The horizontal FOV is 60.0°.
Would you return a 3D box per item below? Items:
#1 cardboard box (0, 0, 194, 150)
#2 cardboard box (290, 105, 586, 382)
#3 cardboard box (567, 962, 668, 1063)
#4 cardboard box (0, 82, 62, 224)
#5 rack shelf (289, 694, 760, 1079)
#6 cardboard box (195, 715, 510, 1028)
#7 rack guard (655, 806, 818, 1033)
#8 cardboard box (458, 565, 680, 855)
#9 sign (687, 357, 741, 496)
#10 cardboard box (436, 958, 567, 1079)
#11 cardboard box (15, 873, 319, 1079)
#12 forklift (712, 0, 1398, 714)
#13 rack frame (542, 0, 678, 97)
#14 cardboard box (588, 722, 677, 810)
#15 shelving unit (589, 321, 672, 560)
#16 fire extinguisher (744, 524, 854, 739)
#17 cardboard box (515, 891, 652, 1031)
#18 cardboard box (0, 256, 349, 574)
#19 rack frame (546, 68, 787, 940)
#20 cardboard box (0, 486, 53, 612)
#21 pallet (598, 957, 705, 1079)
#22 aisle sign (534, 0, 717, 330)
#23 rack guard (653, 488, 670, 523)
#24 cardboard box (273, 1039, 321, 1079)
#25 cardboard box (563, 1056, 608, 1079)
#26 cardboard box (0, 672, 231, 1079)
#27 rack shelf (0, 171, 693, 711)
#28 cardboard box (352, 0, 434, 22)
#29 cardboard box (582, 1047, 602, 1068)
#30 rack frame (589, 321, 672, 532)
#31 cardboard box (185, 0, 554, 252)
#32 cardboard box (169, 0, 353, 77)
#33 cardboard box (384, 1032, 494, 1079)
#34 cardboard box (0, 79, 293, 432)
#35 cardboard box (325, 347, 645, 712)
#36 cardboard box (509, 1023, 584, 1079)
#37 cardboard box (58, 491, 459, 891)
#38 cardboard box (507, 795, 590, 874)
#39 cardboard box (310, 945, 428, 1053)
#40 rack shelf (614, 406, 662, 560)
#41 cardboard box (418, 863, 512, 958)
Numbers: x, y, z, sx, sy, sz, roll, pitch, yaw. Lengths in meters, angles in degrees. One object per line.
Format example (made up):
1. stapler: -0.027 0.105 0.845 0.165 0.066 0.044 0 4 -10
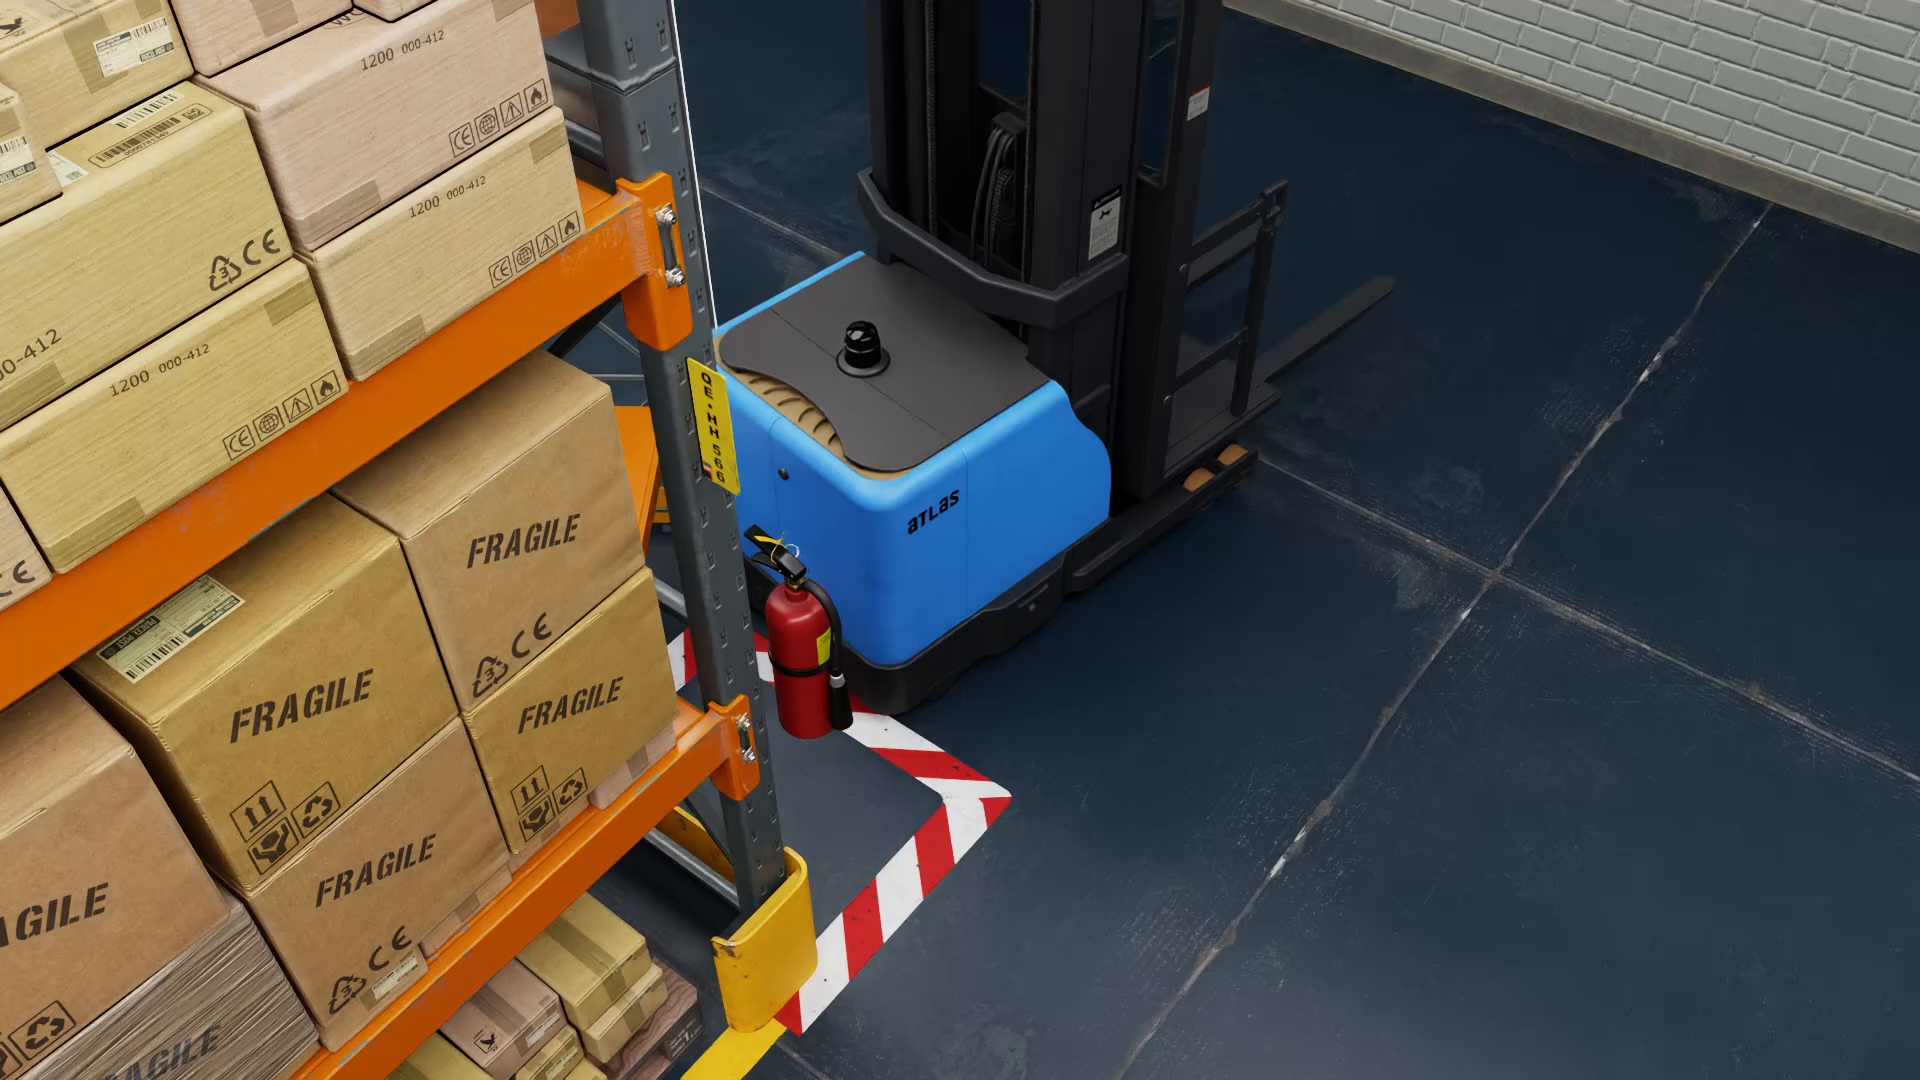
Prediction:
1. cardboard box: -1.280 -0.702 2.254 0.380 0.149 0.250 28 52 24
2. cardboard box: -0.993 -0.580 2.759 0.500 0.250 0.500 28 52 24
3. cardboard box: -1.021 1.192 4.512 0.380 0.149 0.250 28 52 24
4. cardboard box: -1.355 -0.503 2.064 0.380 0.149 0.250 30 53 26
5. rack shelf: -2.147 1.420 3.317 1.077 0.370 4.000 29 53 25
6. cardboard box: -1.314 0.553 3.372 0.500 0.500 0.500 28 53 24
7. rack guard: -0.971 0.934 5.012 1.175 0.500 0.348 29 53 25
8. cardboard box: -0.995 0.261 3.652 0.500 0.500 0.500 30 53 26
9. sign: -0.497 -0.225 3.371 0.100 0.325 0.005 29 53 25
10. cardboard box: -1.246 1.195 4.304 0.380 0.149 0.250 30 53 26
11. cardboard box: -1.617 0.848 3.091 0.500 0.500 0.500 29 53 25
12. forklift: 0.507 -1.370 5.531 3.031 2.935 1.130 -34 55 -28
13. rack frame: -0.924 -2.045 1.980 1.000 3.000 0.127 29 53 25
14. cardboard box: -0.900 0.425 3.943 0.380 0.149 0.250 29 53 25
15. shelving unit: -1.269 -0.198 5.402 0.587 1.500 1.083 0 46 0
16. fire extinguisher: -0.405 0.243 4.255 0.296 0.674 0.183 29 53 25
17. cardboard box: -1.047 1.076 4.417 0.380 0.149 0.250 30 53 25
18. cardboard box: -1.299 -0.285 2.477 0.500 0.250 0.500 29 53 25
19. rack frame: -0.924 0.027 4.150 1.000 3.000 0.127 29 53 25
20. cardboard box: -1.613 -0.007 2.211 0.500 0.250 0.500 31 54 26
21. pallet: -1.495 1.483 4.687 1.003 0.211 1.213 29 53 25
22. aisle sign: -0.642 -0.780 3.123 0.394 0.787 0.004 29 53 25
23. rack guard: -1.264 -0.127 6.198 0.587 0.250 0.087 0 46 0
24. cardboard box: -1.545 0.995 3.398 0.380 0.149 0.250 27 52 23
25. cardboard box: -1.158 1.452 4.469 0.380 0.149 0.250 31 54 26
26. cardboard box: -1.628 0.508 2.724 0.500 0.500 0.500 32 54 27
27. rack shelf: -2.147 0.384 2.232 1.077 0.370 4.000 29 53 25
28. cardboard box: -0.895 -0.947 2.488 0.380 0.149 0.250 29 53 25
29. cardboard box: -1.081 1.260 4.653 0.380 0.149 0.250 30 53 26
30. rack frame: -1.264 -0.559 5.747 0.500 1.500 0.032 0 46 0
31. cardboard box: -1.005 -0.754 2.579 0.500 0.250 0.500 28 52 24
32. cardboard box: -1.106 -0.840 2.386 0.380 0.149 0.250 30 53 25
33. cardboard box: -1.304 1.399 4.109 0.380 0.149 0.250 28 52 24
34. cardboard box: -1.316 -0.461 2.299 0.500 0.250 0.500 28 52 24
35. cardboard box: -1.007 -0.084 3.289 0.500 0.500 0.500 28 52 24
36. cardboard box: -1.224 1.318 4.392 0.380 0.149 0.250 28 52 24
37. cardboard box: -1.317 0.206 3.012 0.500 0.500 0.500 27 52 24
38. cardboard box: -1.082 0.551 3.823 0.380 0.149 0.250 29 53 25
39. cardboard box: -1.361 0.858 3.530 0.380 0.149 0.250 31 54 26
40. rack shelf: -1.269 -0.068 5.526 0.538 0.185 1.000 0 46 0
41. cardboard box: -1.223 0.701 3.679 0.380 0.149 0.250 29 53 25
